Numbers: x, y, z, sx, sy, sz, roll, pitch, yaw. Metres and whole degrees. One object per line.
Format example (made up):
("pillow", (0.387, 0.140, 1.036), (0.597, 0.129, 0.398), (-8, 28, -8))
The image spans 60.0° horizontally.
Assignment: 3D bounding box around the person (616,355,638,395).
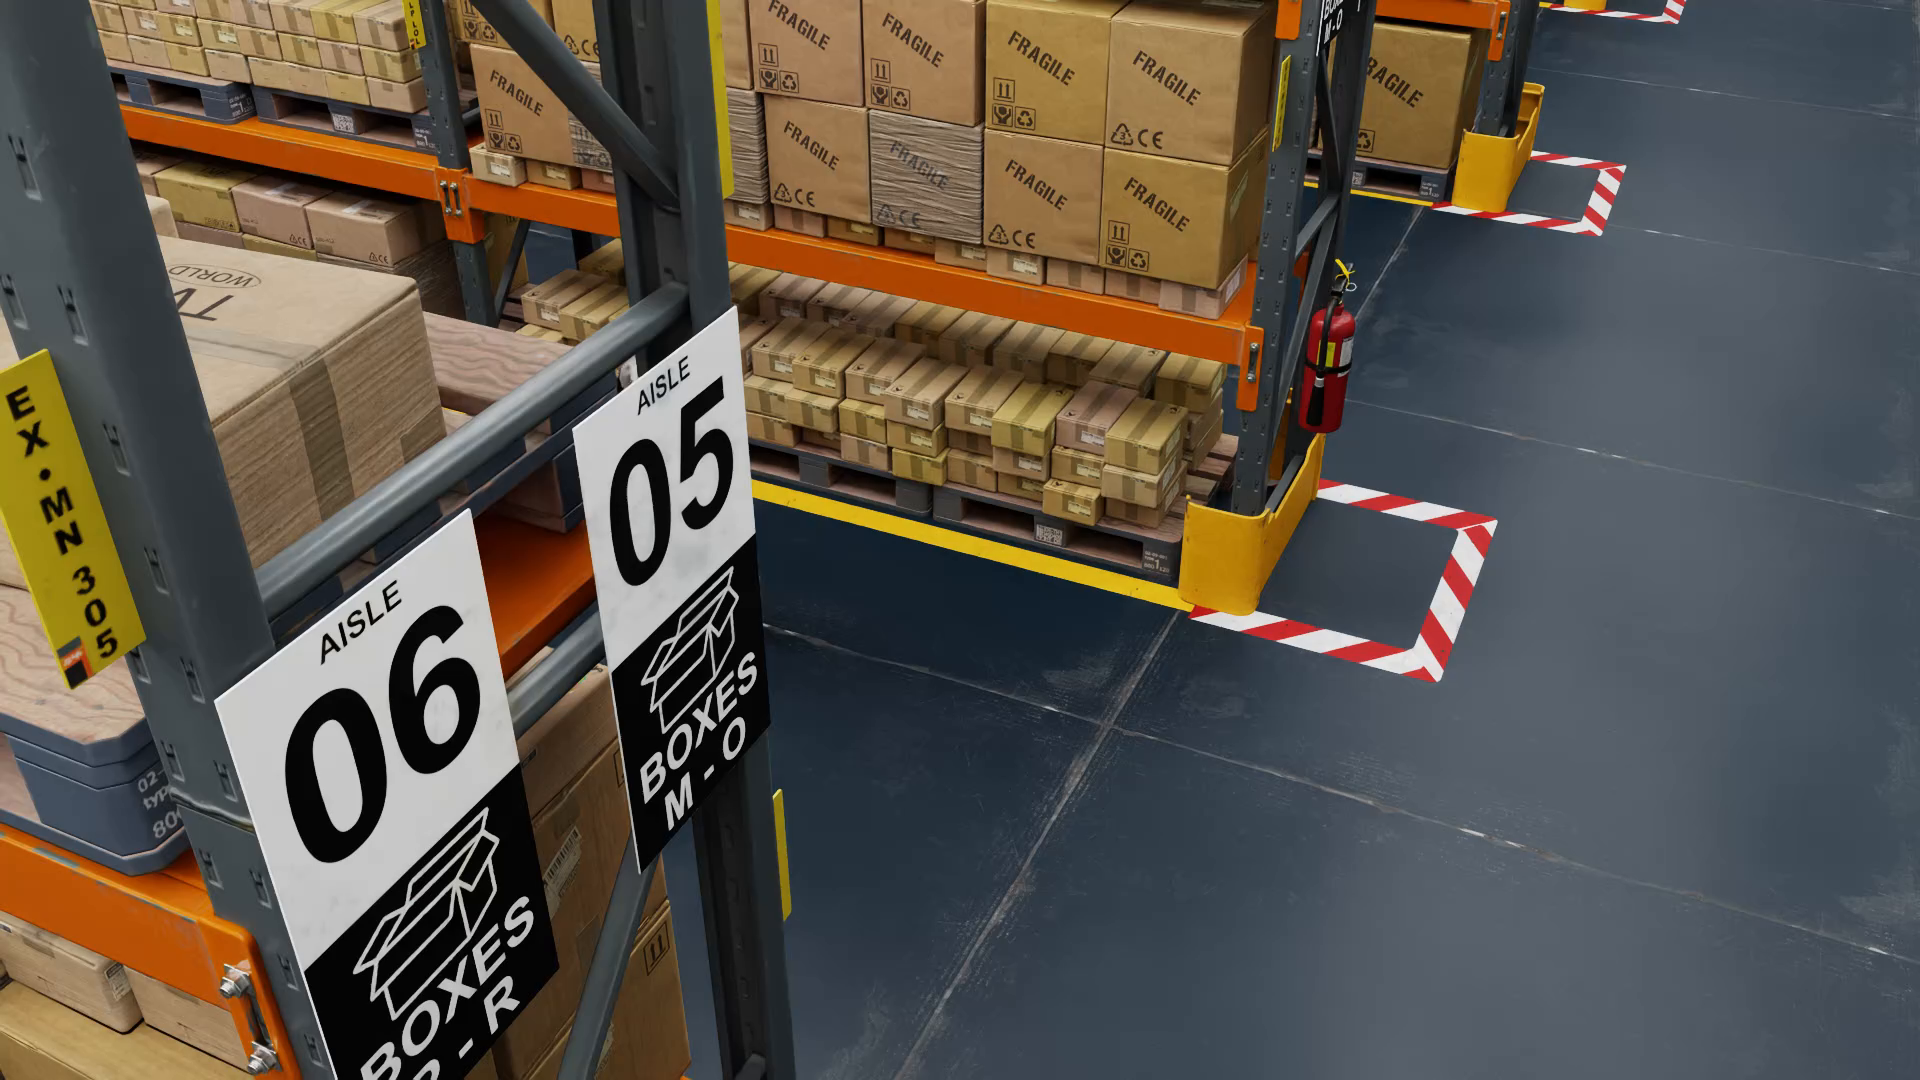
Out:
("person", (-1.181, -0.339, 6.609), (0.639, 1.662, 0.485), (16, 37, 23))
